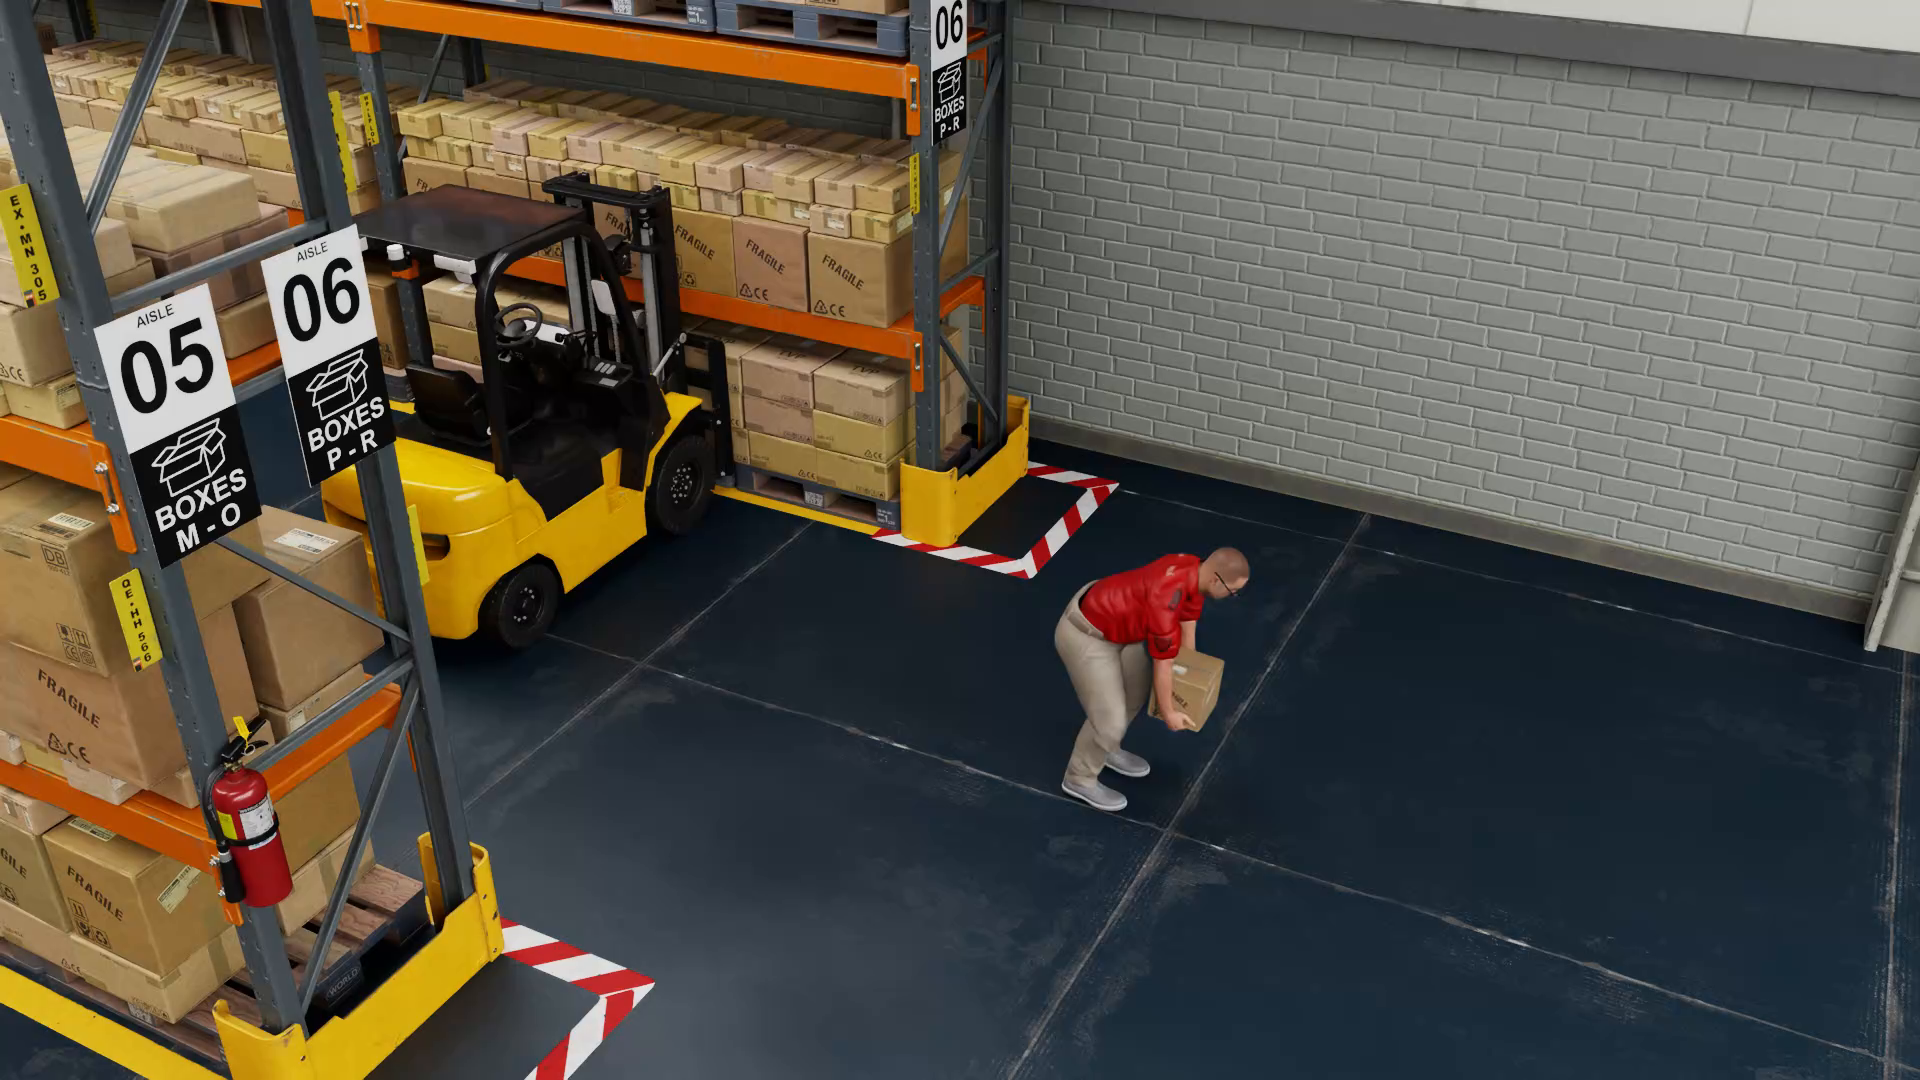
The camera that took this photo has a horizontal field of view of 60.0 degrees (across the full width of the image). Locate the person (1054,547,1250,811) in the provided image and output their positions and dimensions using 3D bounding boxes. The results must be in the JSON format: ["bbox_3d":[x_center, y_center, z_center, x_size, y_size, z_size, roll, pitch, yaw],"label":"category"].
[{"bbox_3d":[0.858,0.591,7.603,0.844,1.412,0.491,13,32,22],"label":"person"}]
